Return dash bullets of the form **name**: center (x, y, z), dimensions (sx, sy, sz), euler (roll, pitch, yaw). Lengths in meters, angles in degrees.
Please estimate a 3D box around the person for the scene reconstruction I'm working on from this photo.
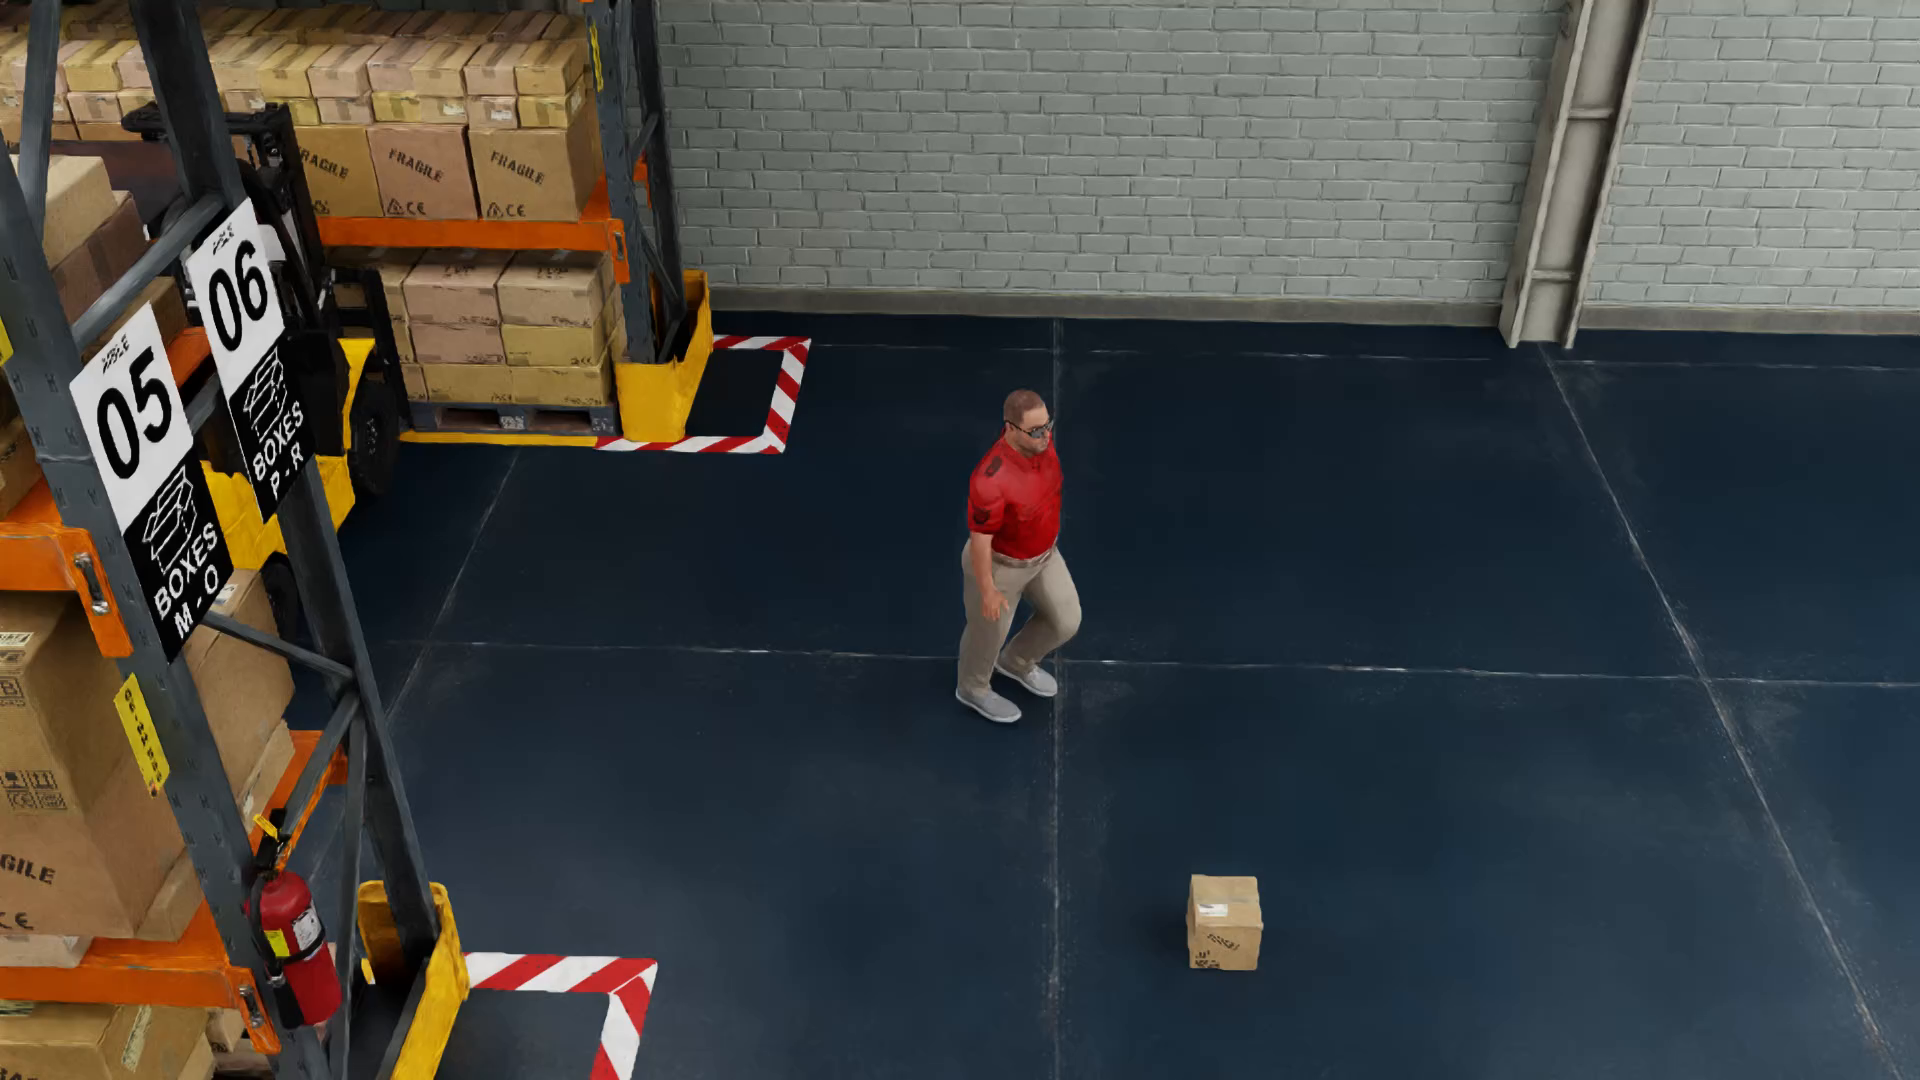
- **person**: center (0.211, 0.083, 6.983), dimensions (0.518, 1.710, 0.570), euler (23, 42, 29)
